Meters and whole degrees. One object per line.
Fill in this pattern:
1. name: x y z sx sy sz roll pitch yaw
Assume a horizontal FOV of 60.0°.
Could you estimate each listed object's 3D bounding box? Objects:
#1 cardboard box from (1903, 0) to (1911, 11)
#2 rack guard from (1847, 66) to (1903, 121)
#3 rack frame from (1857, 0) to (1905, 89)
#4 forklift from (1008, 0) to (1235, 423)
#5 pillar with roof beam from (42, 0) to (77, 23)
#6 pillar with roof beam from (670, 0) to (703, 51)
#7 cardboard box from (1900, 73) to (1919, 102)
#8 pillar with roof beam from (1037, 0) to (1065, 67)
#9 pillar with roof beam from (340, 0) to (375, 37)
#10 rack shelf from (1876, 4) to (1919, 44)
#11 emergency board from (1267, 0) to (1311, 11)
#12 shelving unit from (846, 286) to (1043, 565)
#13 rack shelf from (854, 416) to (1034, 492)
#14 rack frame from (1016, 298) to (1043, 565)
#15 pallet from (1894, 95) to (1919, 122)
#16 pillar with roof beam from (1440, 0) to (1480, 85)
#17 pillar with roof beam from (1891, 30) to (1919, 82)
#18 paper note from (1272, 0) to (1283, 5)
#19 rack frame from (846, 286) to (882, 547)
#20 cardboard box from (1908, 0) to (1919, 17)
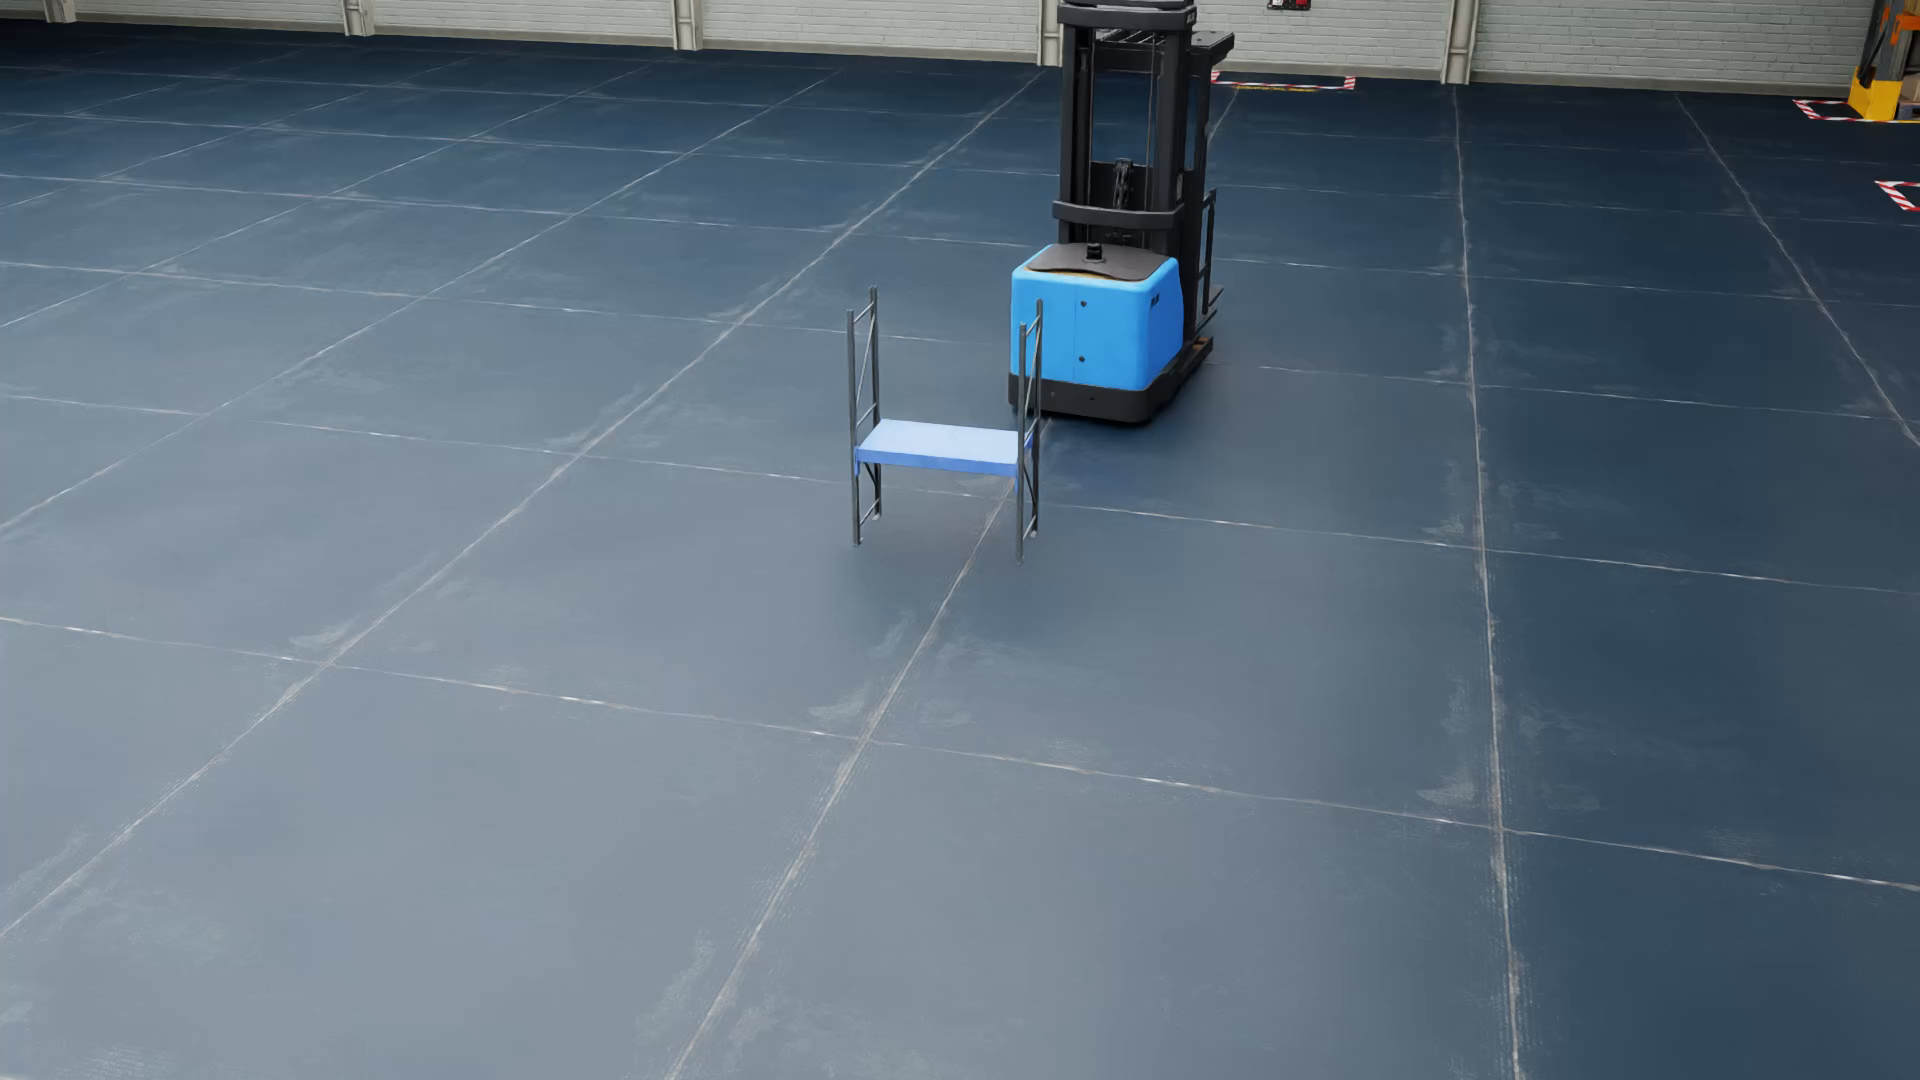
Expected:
1. cardboard box: 12.641 -7.081 21.785 0.500 0.250 0.500 7 26 14
2. rack guard: 12.214 -5.973 22.213 0.348 0.500 1.175 6 26 13
3. rack frame: 12.140 -7.109 21.693 0.127 3.000 1.000 6 26 13
4. forklift: 1.383 -2.766 12.651 1.130 2.935 3.031 10 27 20
5. pillar with roof beam: -17.093 -11.523 23.984 0.400 9.000 9.100 6 26 13
6. pillar with roof beam: -5.471 -10.238 21.286 0.400 9.000 9.100 6 26 13
7. cardboard box: 12.788 -5.982 21.942 0.500 0.311 0.500 3 26 7
8. pillar with roof beam: 0.340 -9.596 19.936 0.400 9.000 9.100 6 26 13
9. pillar with roof beam: -11.282 -10.880 22.635 0.400 9.000 9.100 6 26 13
10. rack shelf: 14.077 -6.570 21.398 4.000 0.370 1.077 6 26 13
11. emergency board: 4.839 -8.317 24.230 0.643 1.169 0.194 6 26 13
12. shelving unit: -0.083 -0.686 9.947 1.048 1.500 0.538 6 26 13
13. rack shelf: -0.083 -0.524 10.024 1.000 0.185 0.538 6 26 13
14. rack frame: 0.410 -0.632 9.832 0.032 1.500 0.500 6 26 13
15. pallet: 12.992 -5.740 22.062 1.213 0.211 1.003 6 26 13
16. pillar with roof beam: 6.151 -8.953 18.587 0.400 9.000 9.100 6 26 13
17. pillar with roof beam: 11.961 -8.311 17.238 0.400 9.000 9.100 6 26 13
18. paper note: 4.685 -7.967 24.520 0.142 0.148 0.016 6 26 13
19. rack frame: -0.575 -0.741 10.061 0.032 1.500 0.500 6 26 13
20. cardboard box: 12.534 -6.866 21.334 0.500 0.250 0.500 6 26 11
